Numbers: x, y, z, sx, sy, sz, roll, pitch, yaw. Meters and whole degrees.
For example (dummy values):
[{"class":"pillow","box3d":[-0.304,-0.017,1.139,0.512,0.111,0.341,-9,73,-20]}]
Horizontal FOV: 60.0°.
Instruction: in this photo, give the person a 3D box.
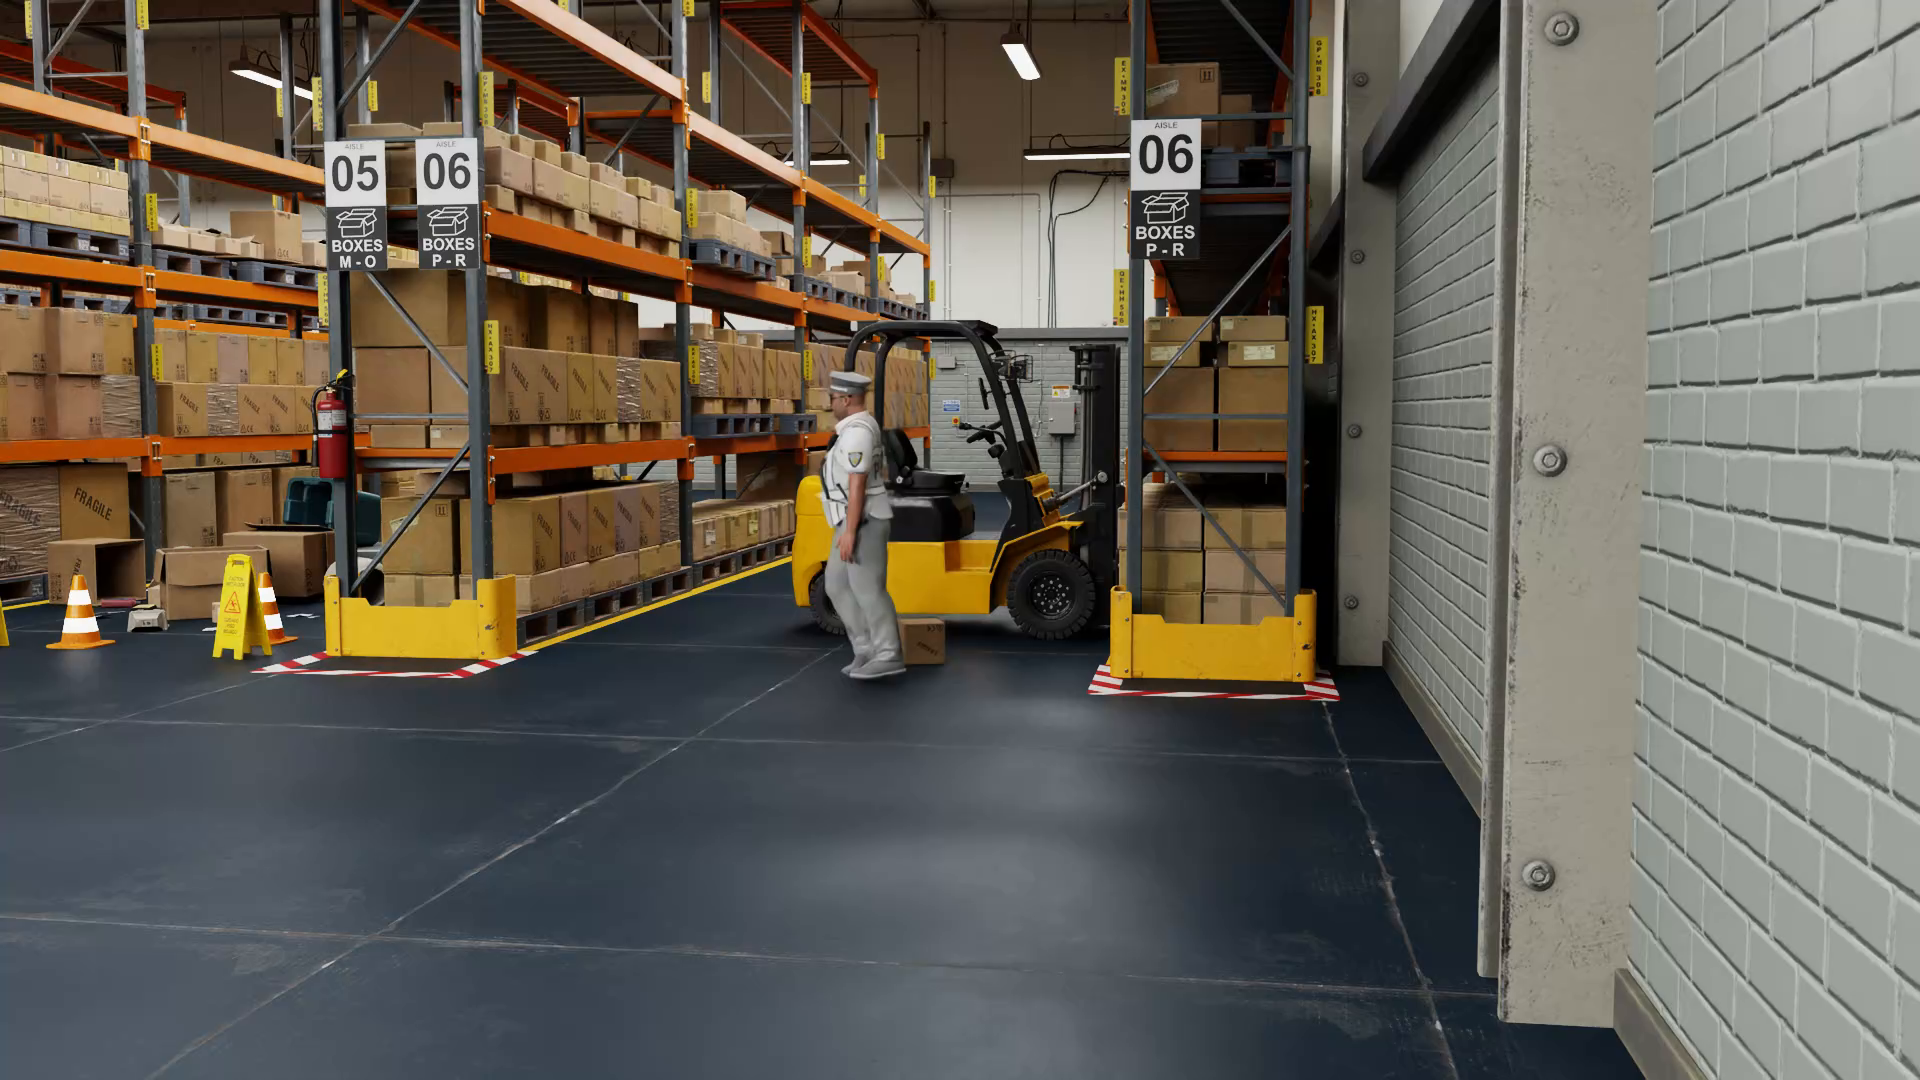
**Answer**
[{"class":"person","box3d":[-0.555,-0.067,9.473,0.487,1.784,0.619,0,4,-5]}]
